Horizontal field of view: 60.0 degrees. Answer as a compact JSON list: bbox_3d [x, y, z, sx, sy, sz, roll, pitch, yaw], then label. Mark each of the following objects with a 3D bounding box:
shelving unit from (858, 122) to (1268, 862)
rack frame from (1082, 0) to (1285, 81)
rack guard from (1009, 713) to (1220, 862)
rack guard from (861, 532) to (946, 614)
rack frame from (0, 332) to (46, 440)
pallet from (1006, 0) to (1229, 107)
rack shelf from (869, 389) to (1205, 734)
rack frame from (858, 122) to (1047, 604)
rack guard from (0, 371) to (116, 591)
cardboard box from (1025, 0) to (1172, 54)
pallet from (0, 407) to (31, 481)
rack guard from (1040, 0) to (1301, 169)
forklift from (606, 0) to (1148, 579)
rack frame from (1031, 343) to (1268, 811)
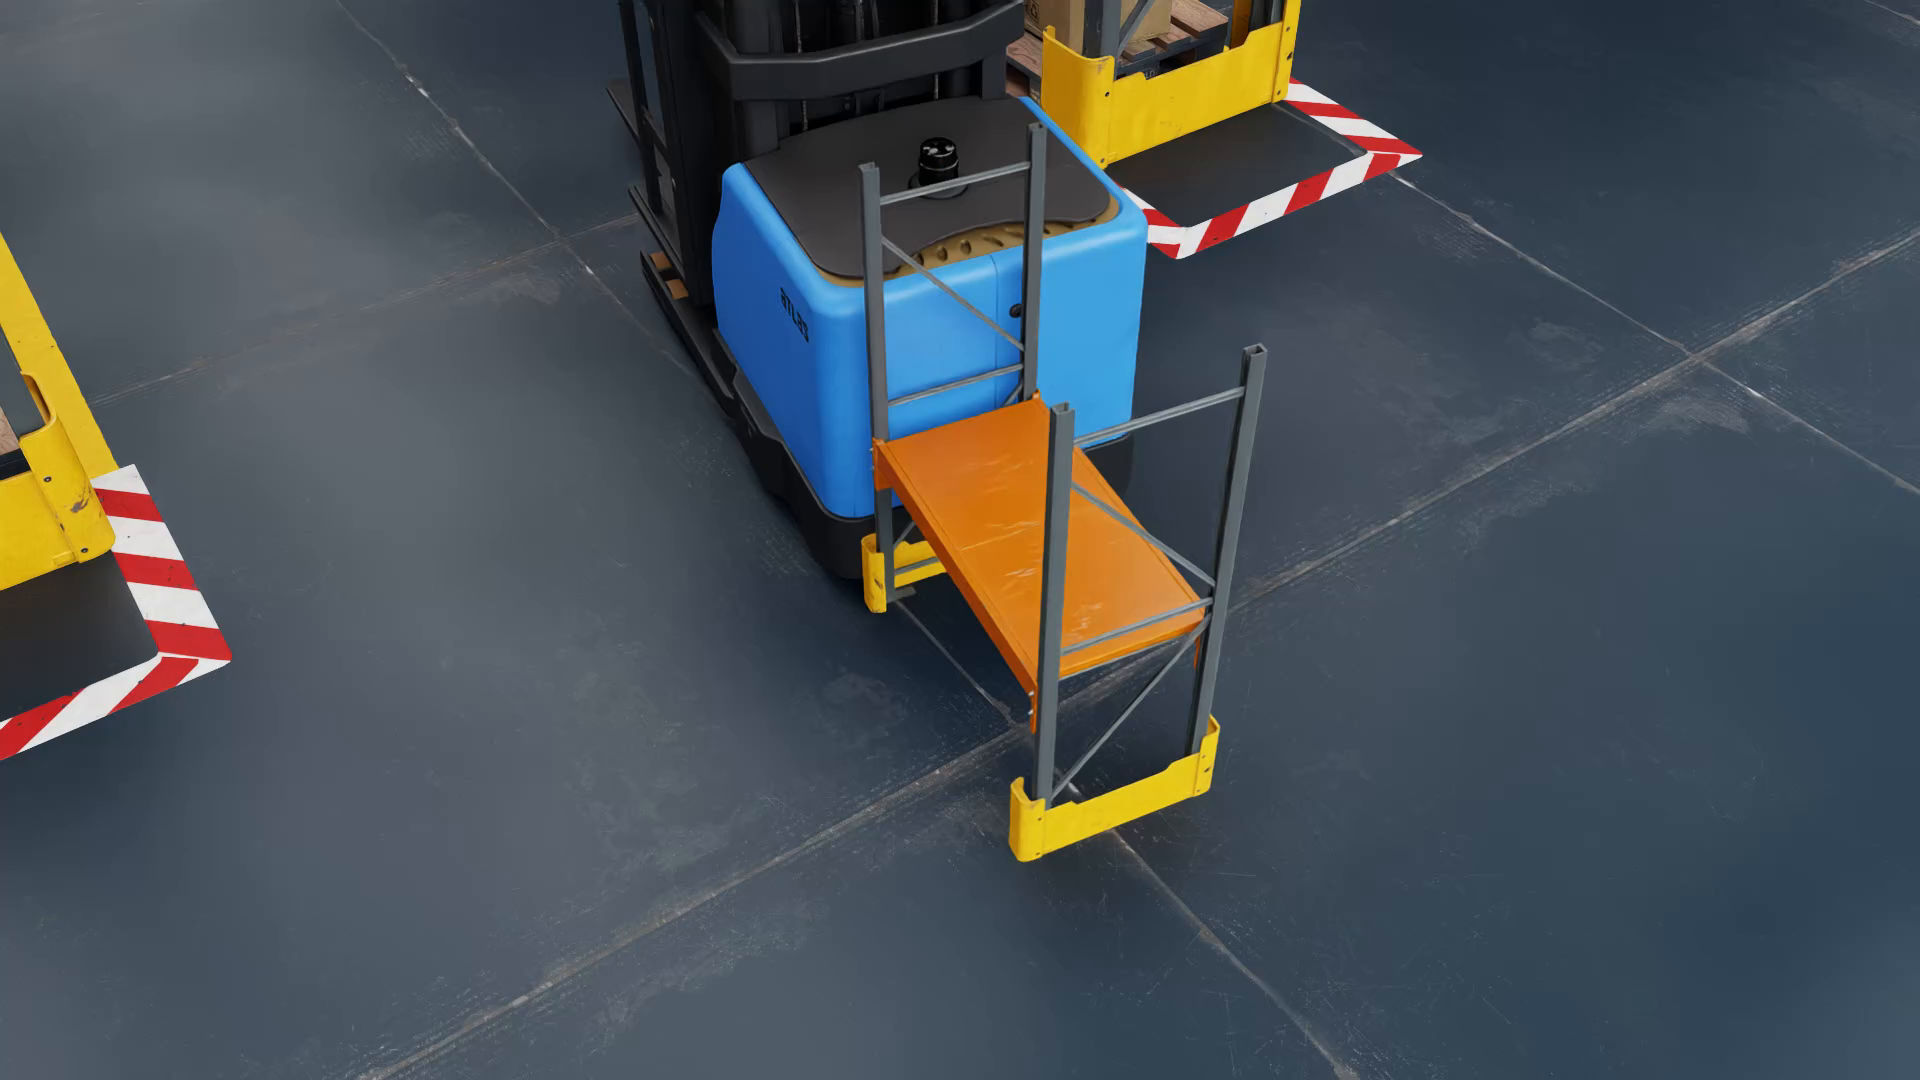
[{"bbox_3d":[0.196,-0.115,4.284,0.587,1.500,1.083,-18,46,-18],"label":"shelving unit"},{"bbox_3d":[0.929,-2.860,6.074,1.000,3.000,0.127,-26,49,-24],"label":"rack frame"},{"bbox_3d":[0.406,0.649,4.389,0.587,0.250,0.087,-18,46,-18],"label":"rack guard"},{"bbox_3d":[-0.014,0.025,5.042,0.587,0.250,0.087,-18,46,-18],"label":"rack guard"},{"bbox_3d":[-3.134,-0.904,4.024,1.000,3.000,0.127,-26,49,-24],"label":"rack frame"},{"bbox_3d":[0.450,-2.369,7.579,1.003,0.211,1.213,-26,49,-24],"label":"pallet"},{"bbox_3d":[0.200,0.021,4.403,0.538,0.185,1.000,-18,46,-18],"label":"rack shelf"},{"bbox_3d":[-0.014,-0.428,4.612,0.500,1.500,0.032,-18,46,-18],"label":"rack frame"},{"bbox_3d":[-3.216,-0.024,4.913,1.175,0.500,0.348,-26,49,-24],"label":"rack guard"},{"bbox_3d":[0.585,-2.468,7.170,0.500,0.500,0.500,-17,46,-17],"label":"cardboard box"},{"bbox_3d":[-3.676,-0.382,5.497,1.003,0.211,1.213,-26,49,-24],"label":"pallet"},{"bbox_3d":[0.885,-1.999,6.982,1.175,0.500,0.348,-26,49,-24],"label":"rack guard"},{"bbox_3d":[-0.531,-1.966,5.187,1.130,2.935,3.031,-18,46,-18],"label":"forklift"},{"bbox_3d":[0.415,0.209,3.945,0.500,1.500,0.032,-18,46,-18],"label":"rack frame"}]
